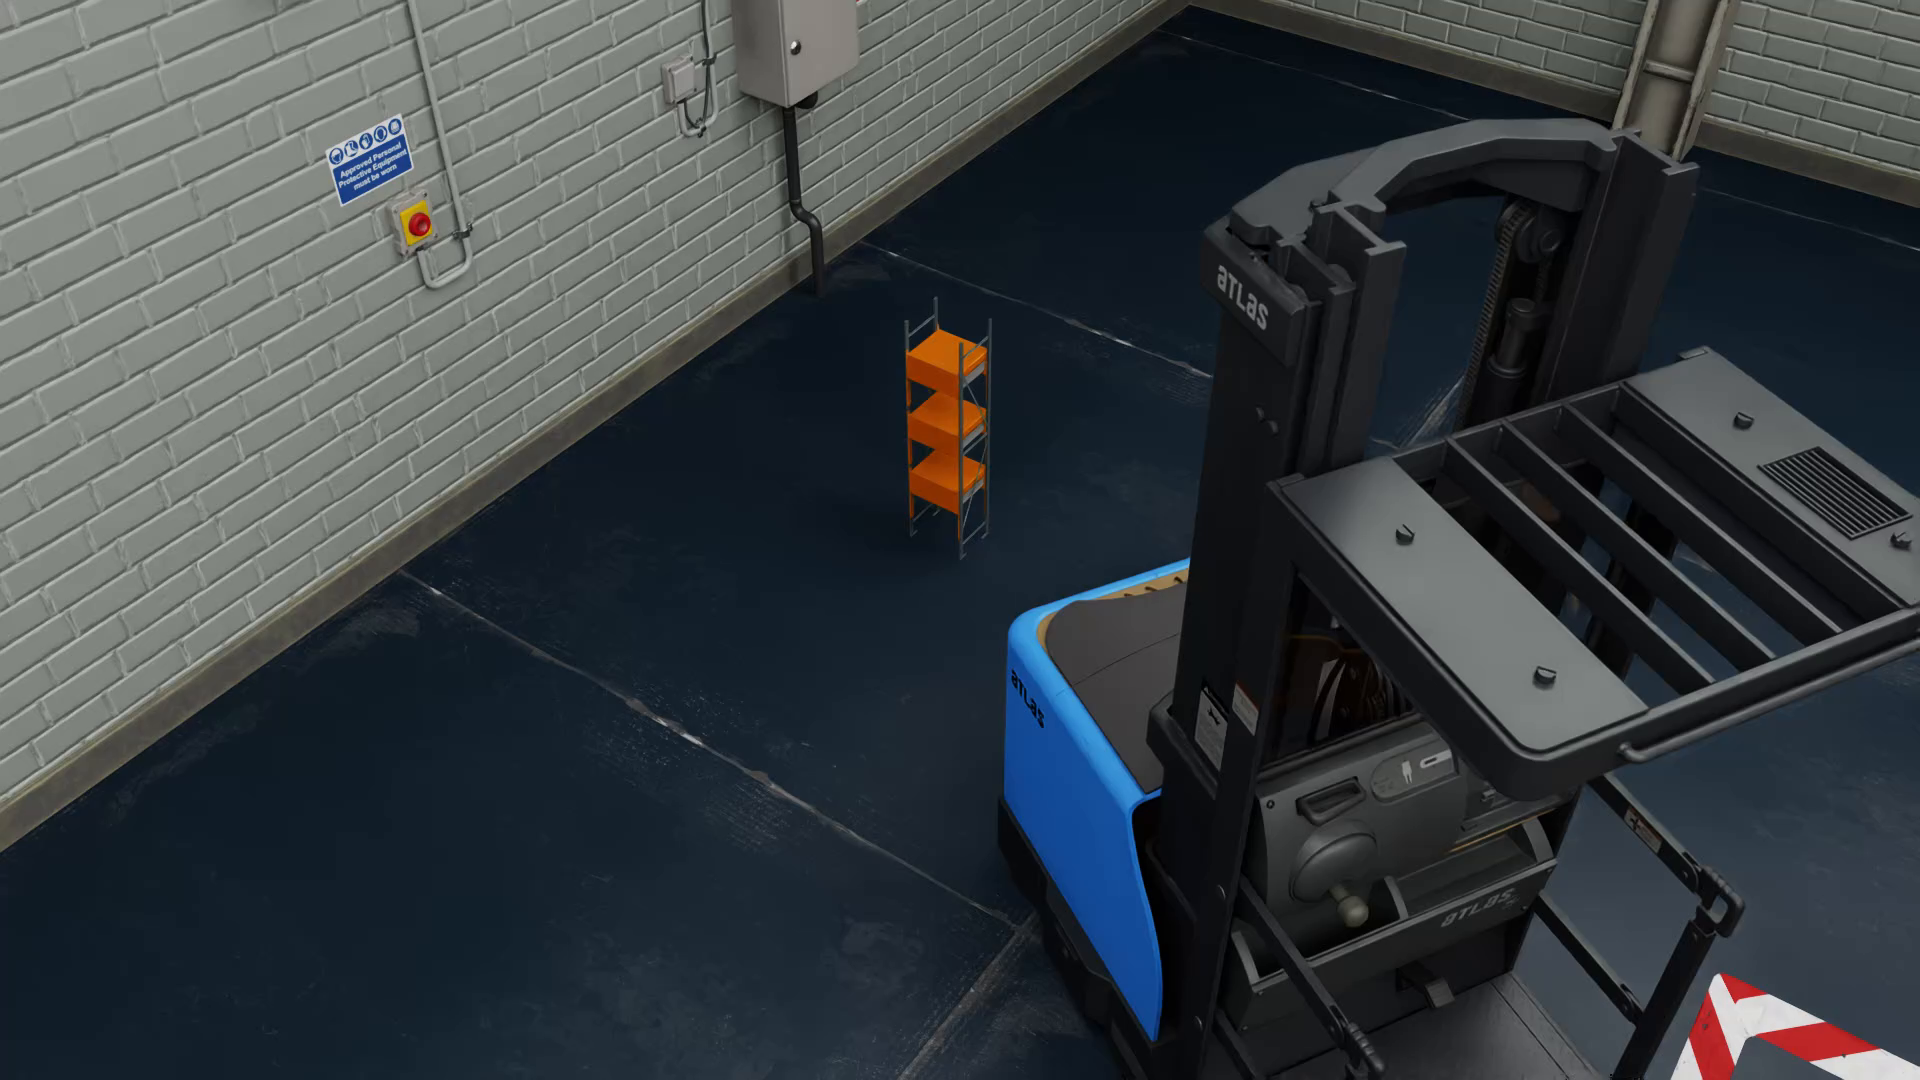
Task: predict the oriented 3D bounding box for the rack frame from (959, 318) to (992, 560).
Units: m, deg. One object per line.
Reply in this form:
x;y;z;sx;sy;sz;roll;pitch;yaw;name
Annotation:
0.056;-0.365;6.371;0.008;1.050;0.200;25;48;25;rack frame

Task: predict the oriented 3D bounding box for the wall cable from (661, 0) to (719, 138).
-1.162;-2.379;6.397;0.122;1.984;0.588;25;48;25;wall cable

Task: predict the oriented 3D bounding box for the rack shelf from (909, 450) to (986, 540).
-0.044;-0.197;6.615;0.240;0.259;0.215;25;48;25;rack shelf

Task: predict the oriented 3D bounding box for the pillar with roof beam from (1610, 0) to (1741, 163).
1.348;-3.197;3.574;0.400;9.000;9.100;25;48;25;pillar with roof beam

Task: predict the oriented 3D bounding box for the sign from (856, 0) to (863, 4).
-0.527;-2.626;7.507;0.001;0.494;0.329;25;48;25;sign

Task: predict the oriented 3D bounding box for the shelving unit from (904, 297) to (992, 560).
-0.044;-0.412;6.423;0.252;1.050;0.215;25;48;25;shelving unit

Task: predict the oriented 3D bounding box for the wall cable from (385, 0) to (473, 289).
-1.967;-1.612;5.517;0.123;1.953;0.585;25;48;25;wall cable

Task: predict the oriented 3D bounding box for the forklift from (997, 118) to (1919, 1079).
1.197;0.692;3.779;1.130;2.935;3.031;-17;45;-18;forklift

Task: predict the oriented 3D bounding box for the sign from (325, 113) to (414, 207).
-2.045;-1.319;5.772;0.001;0.218;0.327;25;48;25;sign

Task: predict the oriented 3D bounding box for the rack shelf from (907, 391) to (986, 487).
-0.044;-0.404;6.430;0.240;0.259;0.215;25;48;25;rack shelf

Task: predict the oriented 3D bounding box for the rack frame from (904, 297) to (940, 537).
-0.144;-0.458;6.475;0.008;1.050;0.200;25;48;25;rack frame

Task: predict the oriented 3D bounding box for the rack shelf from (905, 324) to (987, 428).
-0.044;-0.615;6.241;0.240;0.259;0.215;25;48;25;rack shelf

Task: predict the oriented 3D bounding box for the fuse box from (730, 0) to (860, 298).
-0.641;-1.833;7.515;0.414;1.711;0.539;25;48;25;fuse box
